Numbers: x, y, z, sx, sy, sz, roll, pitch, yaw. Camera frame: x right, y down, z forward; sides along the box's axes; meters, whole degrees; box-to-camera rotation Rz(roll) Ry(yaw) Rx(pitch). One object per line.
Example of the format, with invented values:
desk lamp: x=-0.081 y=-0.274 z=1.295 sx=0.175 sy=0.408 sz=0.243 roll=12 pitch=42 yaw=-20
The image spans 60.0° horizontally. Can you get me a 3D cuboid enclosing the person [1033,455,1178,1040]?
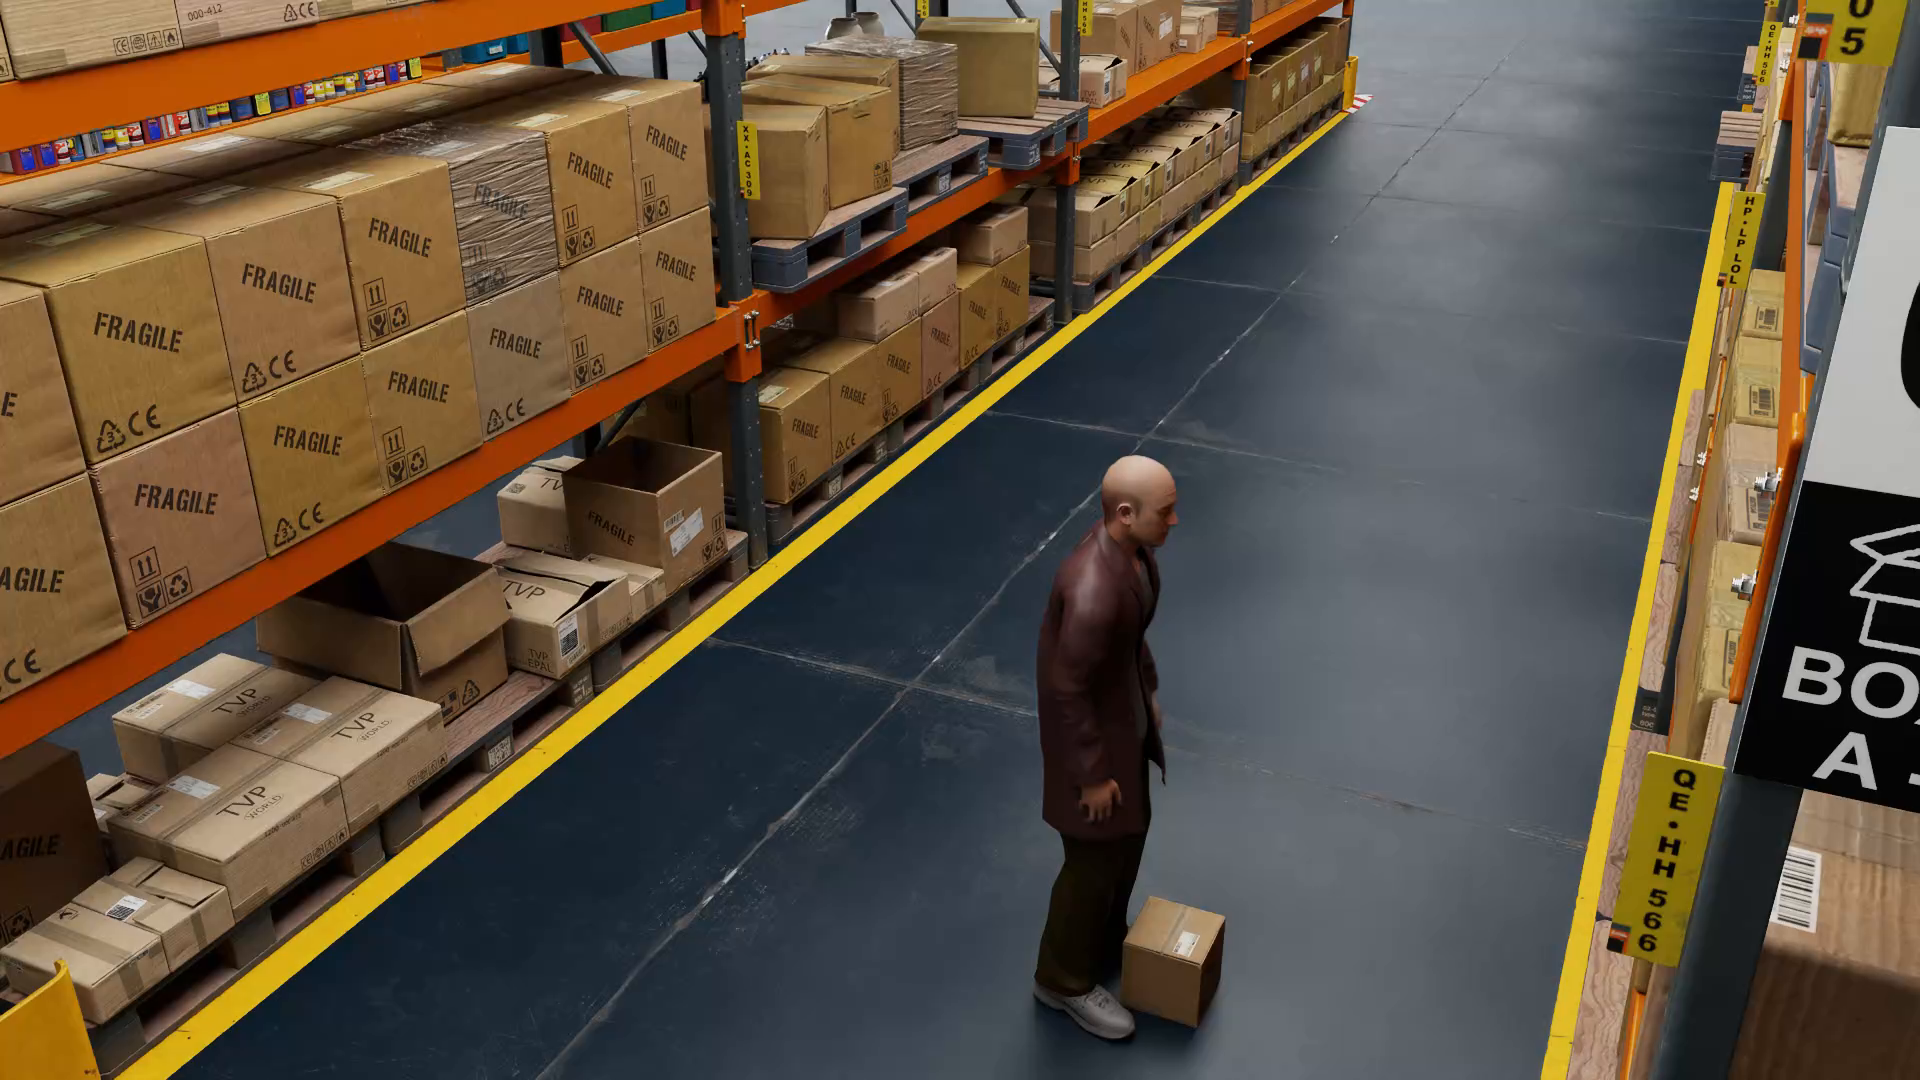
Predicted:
person: x=0.442 y=0.576 z=4.936 sx=0.419 sy=1.774 sz=0.655 roll=10 pitch=28 yaw=20
